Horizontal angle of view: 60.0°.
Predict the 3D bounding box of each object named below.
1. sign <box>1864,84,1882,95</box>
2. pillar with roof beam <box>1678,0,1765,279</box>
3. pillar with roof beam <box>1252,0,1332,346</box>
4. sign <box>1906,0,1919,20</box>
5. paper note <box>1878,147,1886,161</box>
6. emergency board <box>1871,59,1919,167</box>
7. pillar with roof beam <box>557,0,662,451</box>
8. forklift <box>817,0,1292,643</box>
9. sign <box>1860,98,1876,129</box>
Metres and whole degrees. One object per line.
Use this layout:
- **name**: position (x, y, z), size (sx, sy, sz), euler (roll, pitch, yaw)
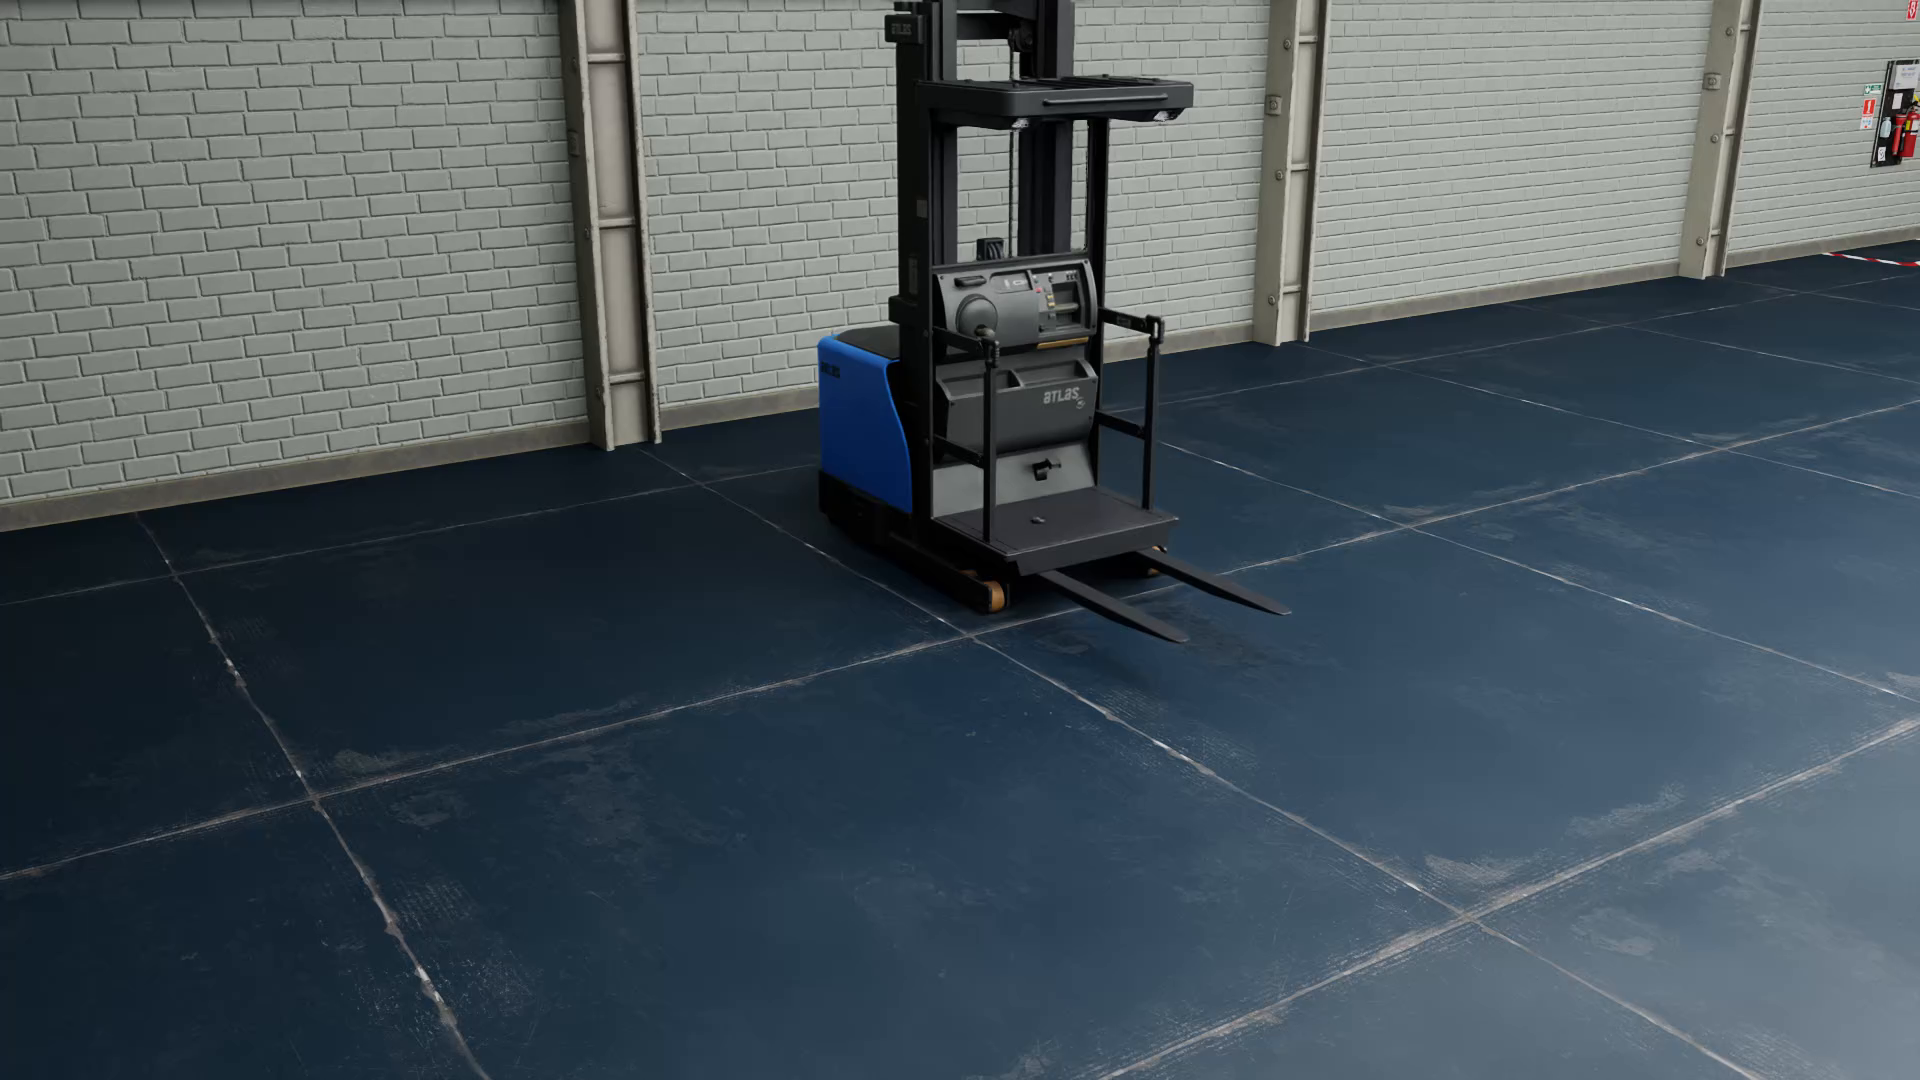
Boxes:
- **sign**: position (10.185, -5.026, 18.546), size (0.331, 0.109, 0.001), euler (-12, 22, -31)
- **pillar with roof beam**: position (10.136, -5.888, 12.612), size (0.400, 9.000, 9.100), euler (-12, 22, -31)
- **pillar with roof beam**: position (5.125, -4.832, 9.486), size (0.400, 9.000, 9.100), euler (-12, 22, -31)
- **sign**: position (10.633, -5.953, 18.551), size (0.199, 0.298, 0.001), euler (-12, 22, -31)
- **paper note**: position (10.509, -4.400, 18.951), size (0.142, 0.148, 0.016), euler (-12, 22, -31)
- **emergency board**: position (10.695, -4.830, 18.847), size (0.643, 1.169, 0.194), euler (-12, 22, -31)
- **pillar with roof beam**: position (0.114, -3.775, 6.360), size (0.400, 9.000, 9.100), euler (-12, 22, -31)
- **forklift**: position (0.412, -1.197, 8.209), size (1.130, 2.935, 3.031), euler (-12, 22, -31)
- **sign**: position (10.176, -4.777, 18.635), size (0.234, 0.329, 0.001), euler (-12, 22, -31)
